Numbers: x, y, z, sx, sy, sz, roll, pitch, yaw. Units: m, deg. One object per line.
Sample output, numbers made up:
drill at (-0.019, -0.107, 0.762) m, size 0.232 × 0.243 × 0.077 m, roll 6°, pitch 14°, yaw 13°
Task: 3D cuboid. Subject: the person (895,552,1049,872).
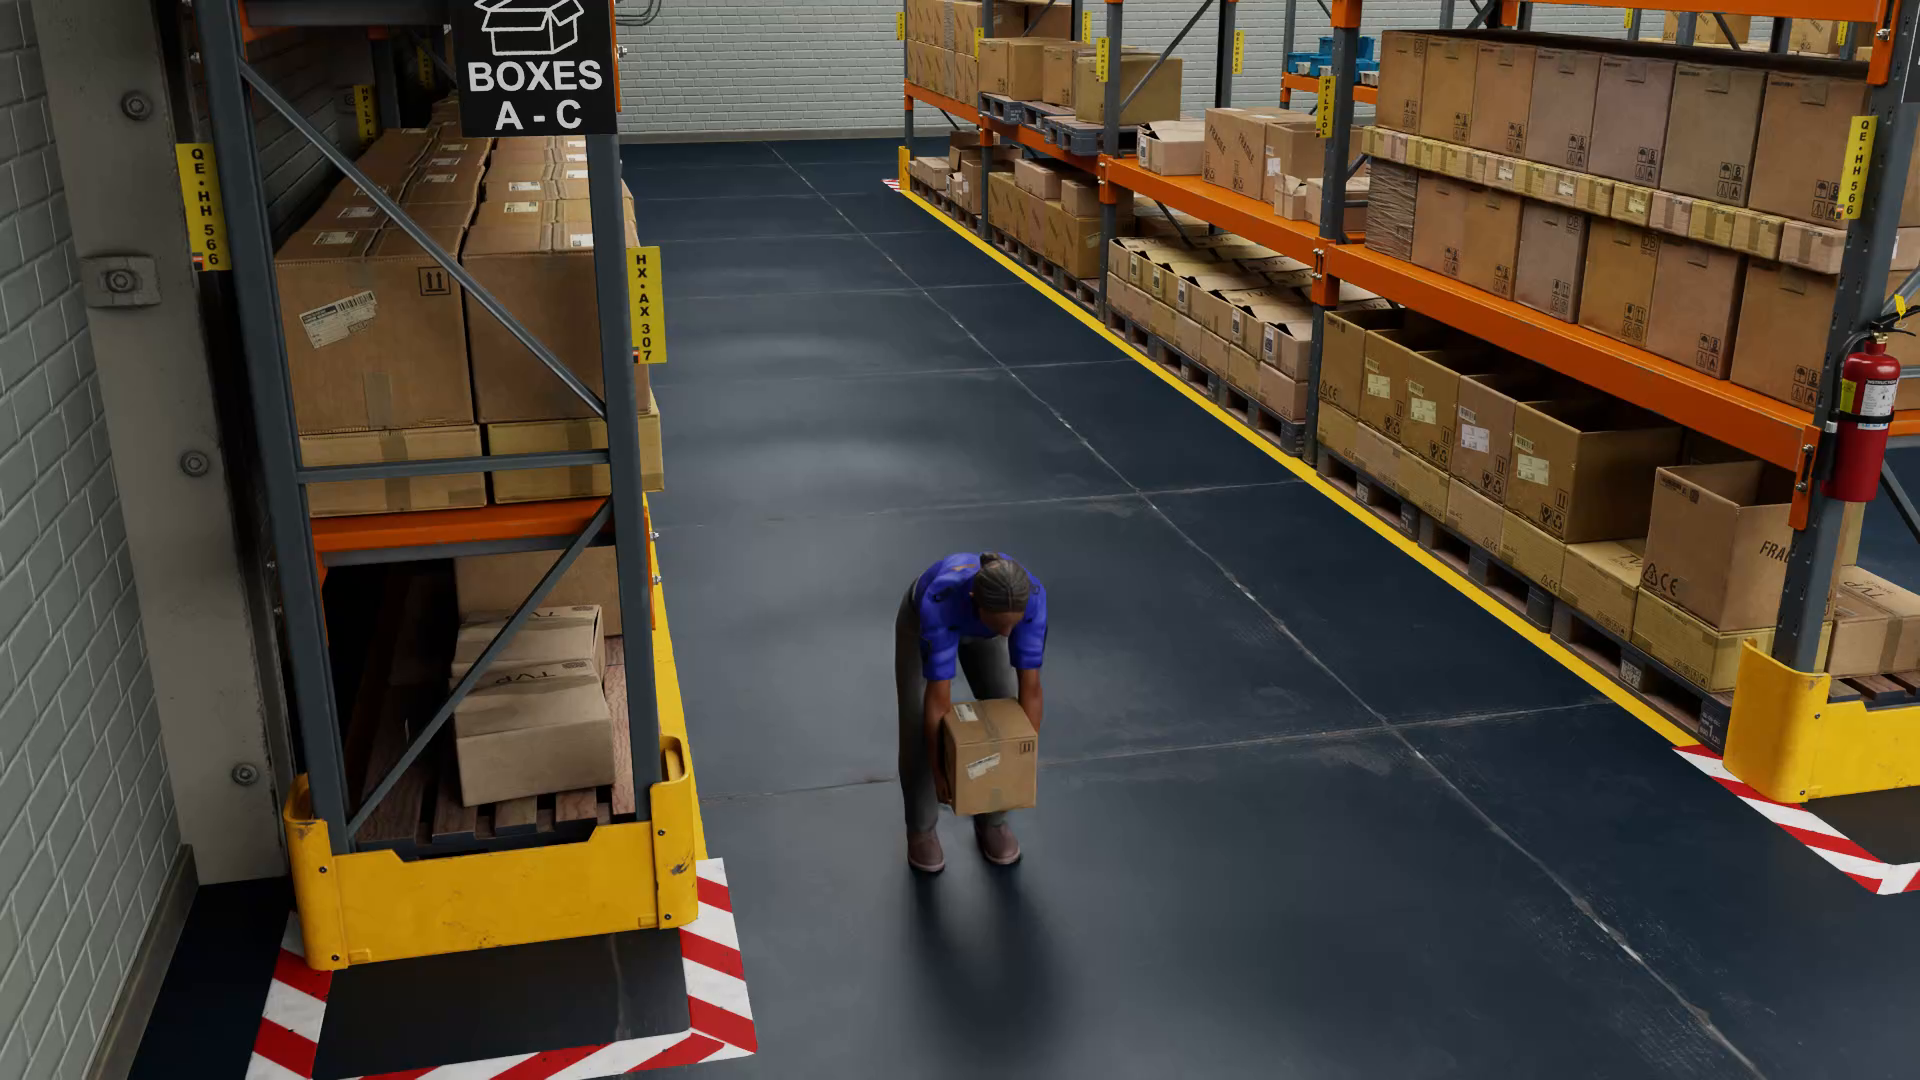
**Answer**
person at (0.039, 0.532, 5.253) m, size 0.428 × 1.221 × 0.825 m, roll -4°, pitch 20°, yaw -12°
